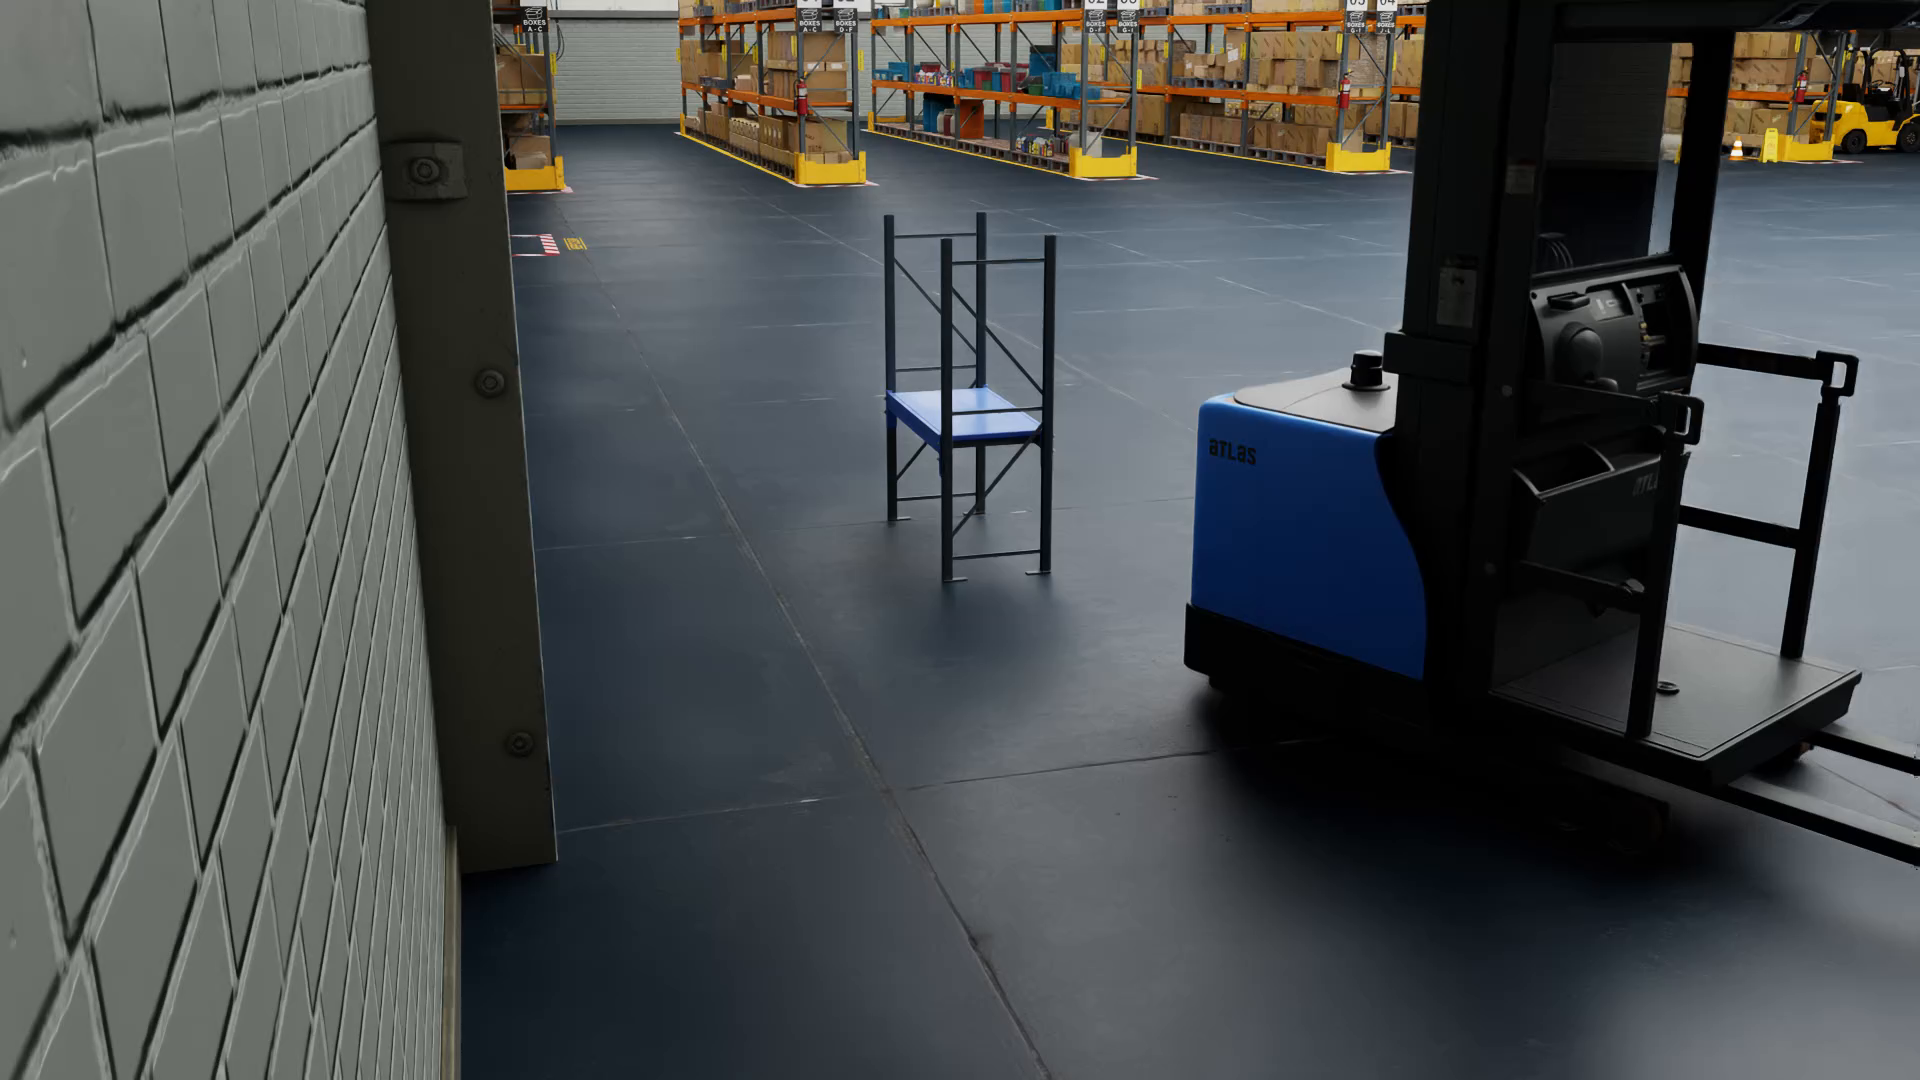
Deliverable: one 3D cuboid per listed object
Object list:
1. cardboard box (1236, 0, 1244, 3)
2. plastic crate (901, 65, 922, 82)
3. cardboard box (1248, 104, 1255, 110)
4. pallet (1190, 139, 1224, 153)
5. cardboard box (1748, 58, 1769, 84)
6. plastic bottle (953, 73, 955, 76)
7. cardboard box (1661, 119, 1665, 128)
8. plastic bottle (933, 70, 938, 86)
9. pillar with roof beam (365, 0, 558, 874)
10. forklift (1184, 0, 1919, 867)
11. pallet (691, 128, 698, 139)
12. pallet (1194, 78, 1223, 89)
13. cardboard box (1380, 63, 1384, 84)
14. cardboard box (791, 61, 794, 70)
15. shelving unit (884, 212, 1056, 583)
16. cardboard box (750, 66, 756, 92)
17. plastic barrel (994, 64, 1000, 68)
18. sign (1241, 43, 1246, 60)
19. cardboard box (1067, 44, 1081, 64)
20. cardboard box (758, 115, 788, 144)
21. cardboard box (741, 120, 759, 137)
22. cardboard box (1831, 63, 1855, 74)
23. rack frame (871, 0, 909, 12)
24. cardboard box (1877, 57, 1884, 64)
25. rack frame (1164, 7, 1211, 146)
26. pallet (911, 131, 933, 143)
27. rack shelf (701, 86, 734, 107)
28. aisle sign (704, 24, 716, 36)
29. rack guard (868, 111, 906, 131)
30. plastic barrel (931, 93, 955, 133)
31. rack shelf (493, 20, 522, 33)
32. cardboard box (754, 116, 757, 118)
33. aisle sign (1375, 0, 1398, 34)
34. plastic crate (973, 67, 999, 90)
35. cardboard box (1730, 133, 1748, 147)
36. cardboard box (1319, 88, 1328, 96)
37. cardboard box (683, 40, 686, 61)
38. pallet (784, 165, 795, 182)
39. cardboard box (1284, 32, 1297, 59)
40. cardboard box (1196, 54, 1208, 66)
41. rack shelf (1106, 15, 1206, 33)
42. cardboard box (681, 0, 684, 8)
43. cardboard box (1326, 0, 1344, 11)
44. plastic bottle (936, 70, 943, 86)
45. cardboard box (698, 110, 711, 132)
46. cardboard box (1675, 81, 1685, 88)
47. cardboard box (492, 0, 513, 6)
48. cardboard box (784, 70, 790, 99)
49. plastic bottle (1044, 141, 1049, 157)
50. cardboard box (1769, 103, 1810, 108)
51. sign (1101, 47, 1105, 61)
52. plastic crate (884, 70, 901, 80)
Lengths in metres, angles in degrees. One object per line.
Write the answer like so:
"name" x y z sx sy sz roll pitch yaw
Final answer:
"cardboard box" 5.890 -11.164 34.194 0.396 0.266 0.258 -4 17 -13
"plastic crate" -1.173 -11.283 40.224 0.392 0.384 0.575 -5 17 -15
"cardboard box" 7.941 -11.609 44.575 0.380 0.149 0.250 -4 17 -14
"pallet" 5.690 -8.556 36.070 1.003 0.211 1.213 -5 17 -15
"cardboard box" 16.325 -9.473 33.584 0.500 0.500 0.500 -5 17 -15
"plastic bottle" -0.136 -10.722 38.656 0.097 0.271 0.097 0 17 0
"cardboard box" 15.626 -9.210 37.235 0.950 0.372 0.625 -4 17 -15
"plastic bottle" -0.544 -10.560 37.977 0.144 0.351 0.185 -5 17 -15
"pillar with roof beam" 2.766 -3.758 4.819 9.100 9.000 0.400 -5 17 -15
"forklift" 2.171 -0.646 5.007 1.130 2.935 3.031 -14 22 -39
"pallet" -6.007 -9.962 40.749 1.003 0.211 1.213 -5 17 -15
"pallet" 5.728 -9.809 35.726 1.003 0.211 1.213 -5 17 -15
"cardboard box" 9.805 -10.712 38.224 0.500 0.500 0.500 -5 17 -15
"cardboard box" -2.681 -8.112 28.442 0.380 0.149 0.250 -4 17 -15
"shelving unit" 0.023 -0.695 7.658 0.538 1.500 1.048 -5 17 -15
"cardboard box" -3.904 -9.248 33.351 0.500 0.500 0.500 -6 18 -18
"plastic barrel" 0.871 -9.839 35.300 0.421 0.512 0.421 0 17 0
"sign" 5.711 -9.848 33.511 0.100 0.325 0.005 -5 17 -15
"cardboard box" 3.104 -12.652 43.299 0.500 0.500 0.500 -5 17 -17
"cardboard box" -3.455 -7.647 30.941 0.500 0.500 0.500 -5 17 -15
"cardboard box" -4.087 -8.220 33.176 0.500 0.311 0.500 -5 17 -16
"cardboard box" 20.163 -10.799 38.080 0.500 0.250 0.500 -5 17 -16
"rack frame" -1.816 -15.140 42.711 1.000 3.000 0.127 -5 17 -15
"cardboard box" 20.550 -10.624 36.804 0.380 0.149 0.250 -5 17 -15
"rack frame" 5.145 -10.445 37.510 1.000 3.000 0.127 -5 17 -15
"pallet" -0.545 -9.608 39.570 1.003 0.211 1.213 -5 17 -15
"rack shelf" -4.931 -9.872 36.852 1.077 0.370 4.000 -5 17 -15
"aisle sign" -6.304 -13.164 42.043 0.394 0.787 0.004 -5 17 -15
"rack guard" -1.835 -11.075 43.952 1.175 0.500 0.348 -5 17 -15
"plastic barrel" -0.389 -10.008 38.974 0.600 0.901 0.708 -5 17 -15
"rack shelf" -9.693 -10.915 35.113 1.077 0.370 4.000 -5 17 -15
"cardboard box" -4.231 -8.825 35.697 0.500 0.500 0.500 -4 17 -13
"aisle sign" 7.649 -9.484 29.792 0.394 0.787 0.004 -5 17 -15
"plastic crate" 0.532 -9.613 34.629 0.402 0.464 0.583 -5 17 -15
"cardboard box" 16.256 -8.246 34.240 0.500 0.250 0.500 -5 17 -15
"cardboard box" 6.880 -8.309 30.835 0.380 0.149 0.250 -5 17 -15
"cardboard box" -6.560 -12.115 41.158 0.500 0.500 0.500 -5 17 -15
"pallet" -2.433 -6.323 28.634 1.003 0.211 1.213 -5 17 -15
"cardboard box" 6.547 -9.449 31.767 0.500 0.500 0.500 -5 17 -15
"cardboard box" 5.581 -10.401 36.461 0.700 0.500 0.500 -2 17 -7
"rack shelf" 4.595 -12.090 39.024 1.077 0.370 4.000 -5 17 -15
"cardboard box" -6.558 -13.178 40.788 0.500 0.250 0.500 -5 17 -15
"cardboard box" 6.967 -9.710 30.111 0.500 0.250 0.500 -4 17 -14
"plastic bottle" -0.457 -10.471 37.684 0.144 0.351 0.185 -5 17 -15
"cardboard box" -5.910 -9.918 39.336 0.500 0.500 0.500 -5 17 -15
"cardboard box" 15.670 -9.824 35.878 0.380 0.149 0.250 -4 17 -14
"cardboard box" -7.303 -8.647 26.101 0.500 0.500 0.500 -3 17 -11
"cardboard box" -2.727 -8.056 29.384 0.700 0.500 0.500 -4 17 -14
"plastic bottle" 1.605 -7.255 30.846 0.061 0.283 0.133 -4 17 -14
"cardboard box" 19.975 -10.146 39.912 0.875 0.625 0.625 -5 18 -18
"sign" 3.512 -11.960 40.910 0.100 0.325 0.005 -5 17 -15
"plastic crate" -1.703 -11.756 42.063 0.416 0.233 0.300 -5 17 -15
